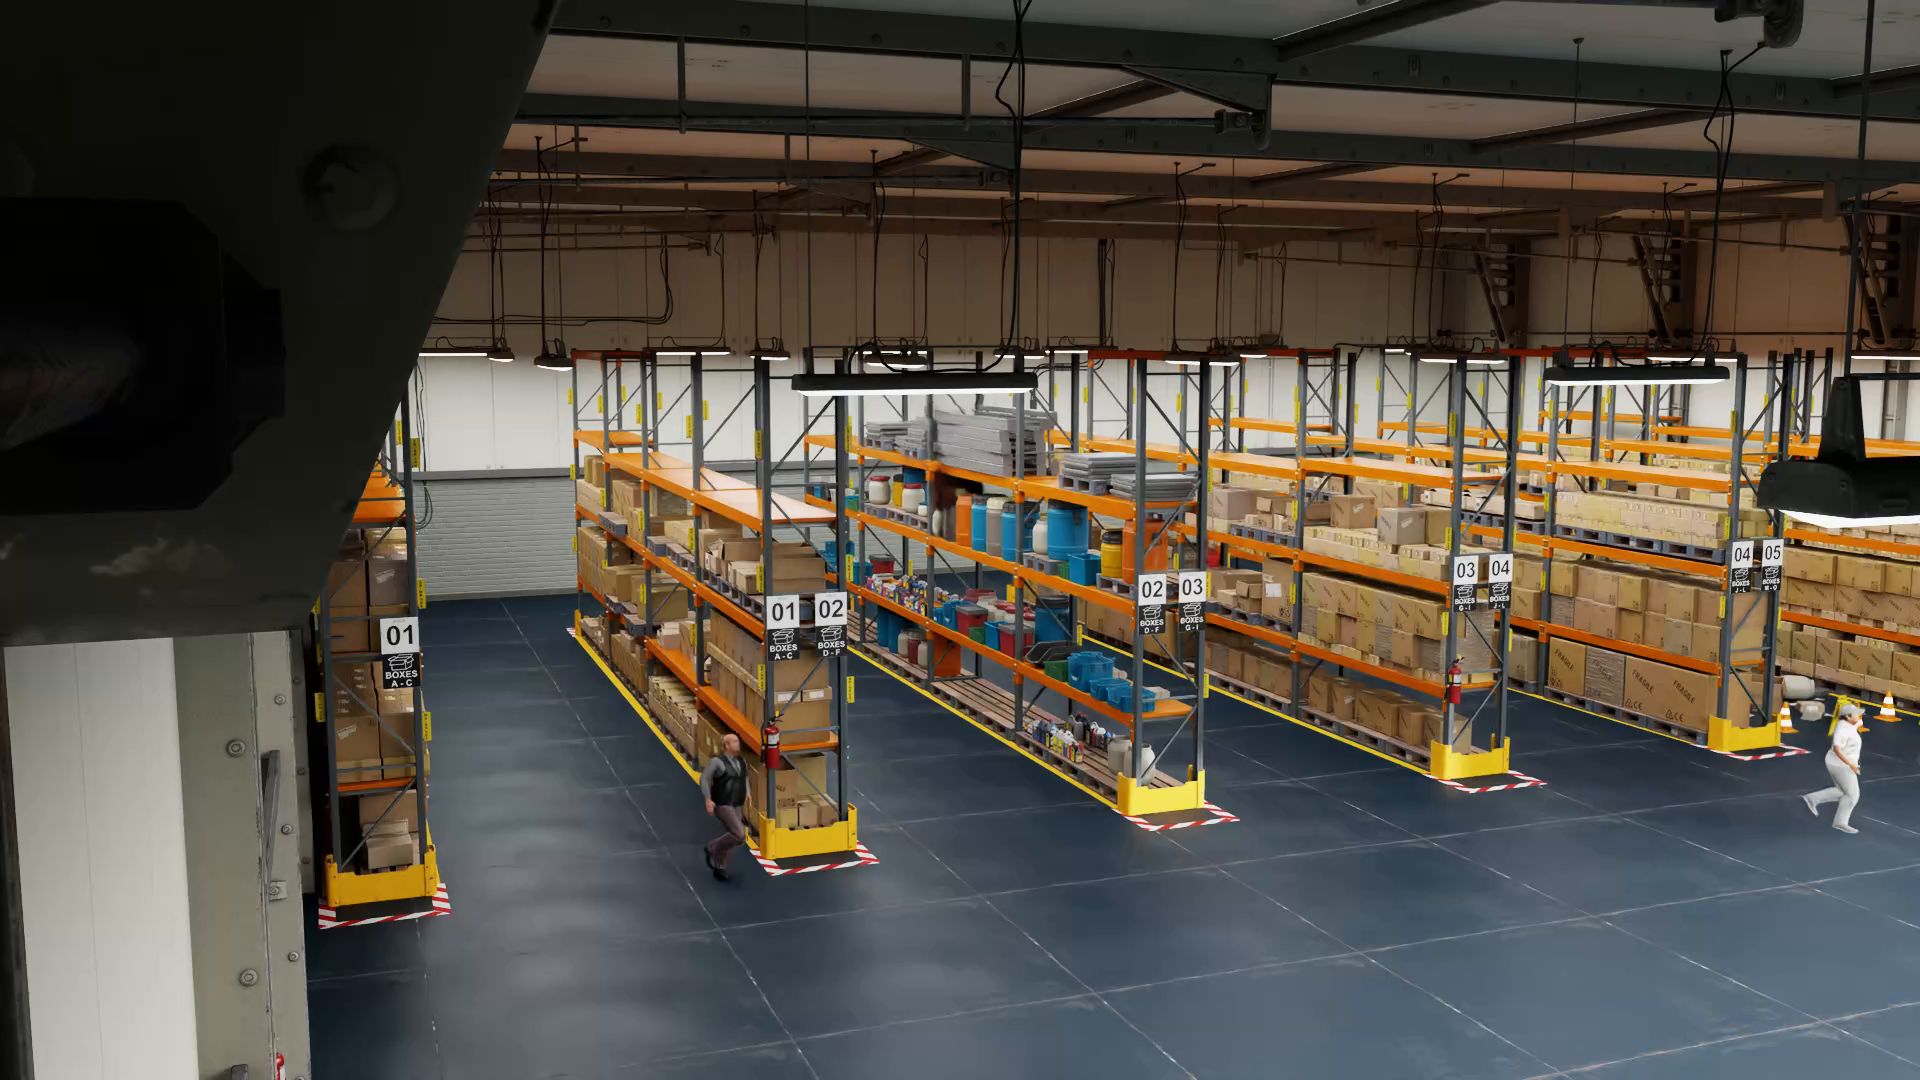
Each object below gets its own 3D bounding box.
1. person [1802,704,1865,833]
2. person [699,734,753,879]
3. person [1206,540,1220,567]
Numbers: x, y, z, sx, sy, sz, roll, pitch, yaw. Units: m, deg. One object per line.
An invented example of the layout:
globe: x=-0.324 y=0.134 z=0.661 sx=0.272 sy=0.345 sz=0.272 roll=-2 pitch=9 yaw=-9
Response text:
person: x=11.186 y=2.894 z=21.280 sx=0.634 sy=1.661 sz=0.609 roll=3 pitch=8 yaw=25
person: x=-2.651 y=3.103 z=19.456 sx=0.534 sy=1.649 sz=0.684 roll=5 pitch=8 yaw=33
person: x=5.647 y=0.849 z=37.413 sx=0.672 sy=1.675 sz=0.780 roll=-3 pitch=8 yaw=-21
